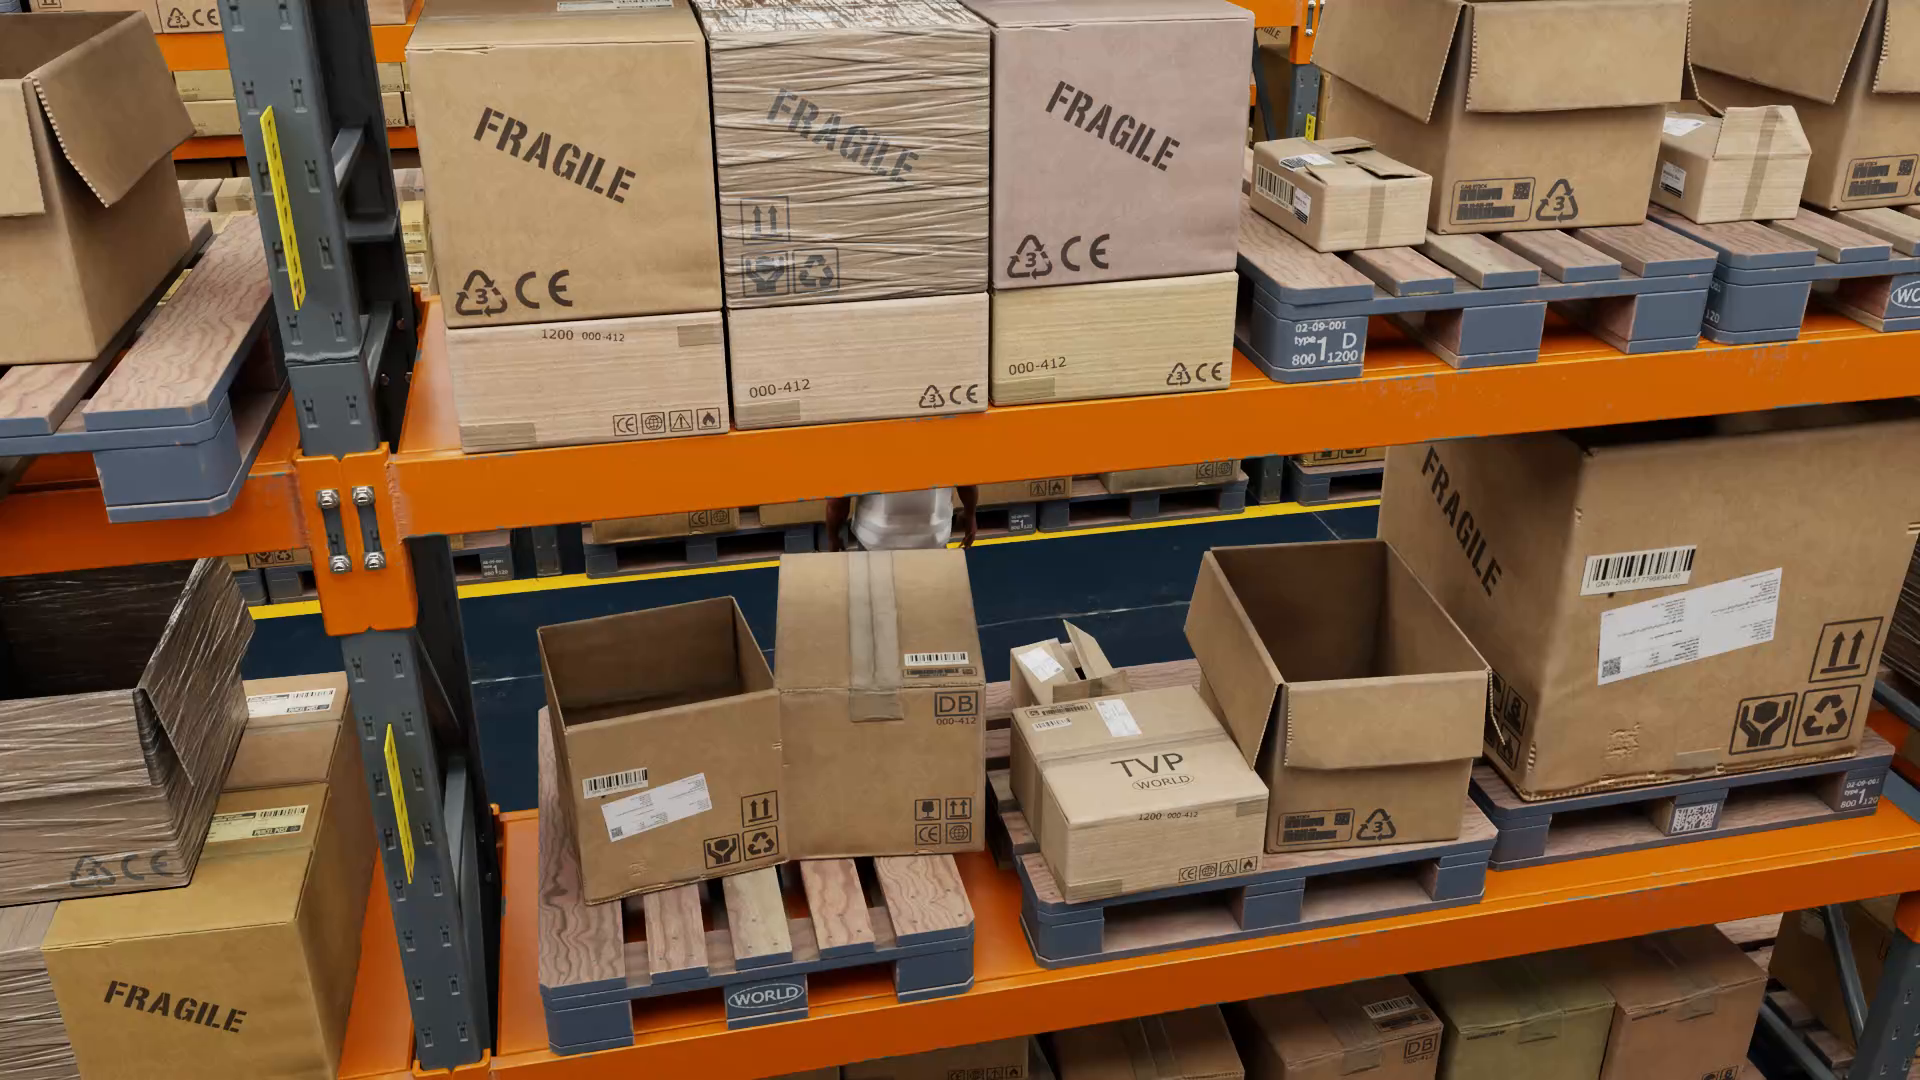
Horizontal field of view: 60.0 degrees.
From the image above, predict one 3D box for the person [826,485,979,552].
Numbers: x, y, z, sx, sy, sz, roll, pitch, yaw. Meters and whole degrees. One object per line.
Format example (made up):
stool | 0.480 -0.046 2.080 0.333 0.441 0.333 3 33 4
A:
person | -0.260 -0.065 7.198 0.666 1.765 0.577 -6 27 -12
